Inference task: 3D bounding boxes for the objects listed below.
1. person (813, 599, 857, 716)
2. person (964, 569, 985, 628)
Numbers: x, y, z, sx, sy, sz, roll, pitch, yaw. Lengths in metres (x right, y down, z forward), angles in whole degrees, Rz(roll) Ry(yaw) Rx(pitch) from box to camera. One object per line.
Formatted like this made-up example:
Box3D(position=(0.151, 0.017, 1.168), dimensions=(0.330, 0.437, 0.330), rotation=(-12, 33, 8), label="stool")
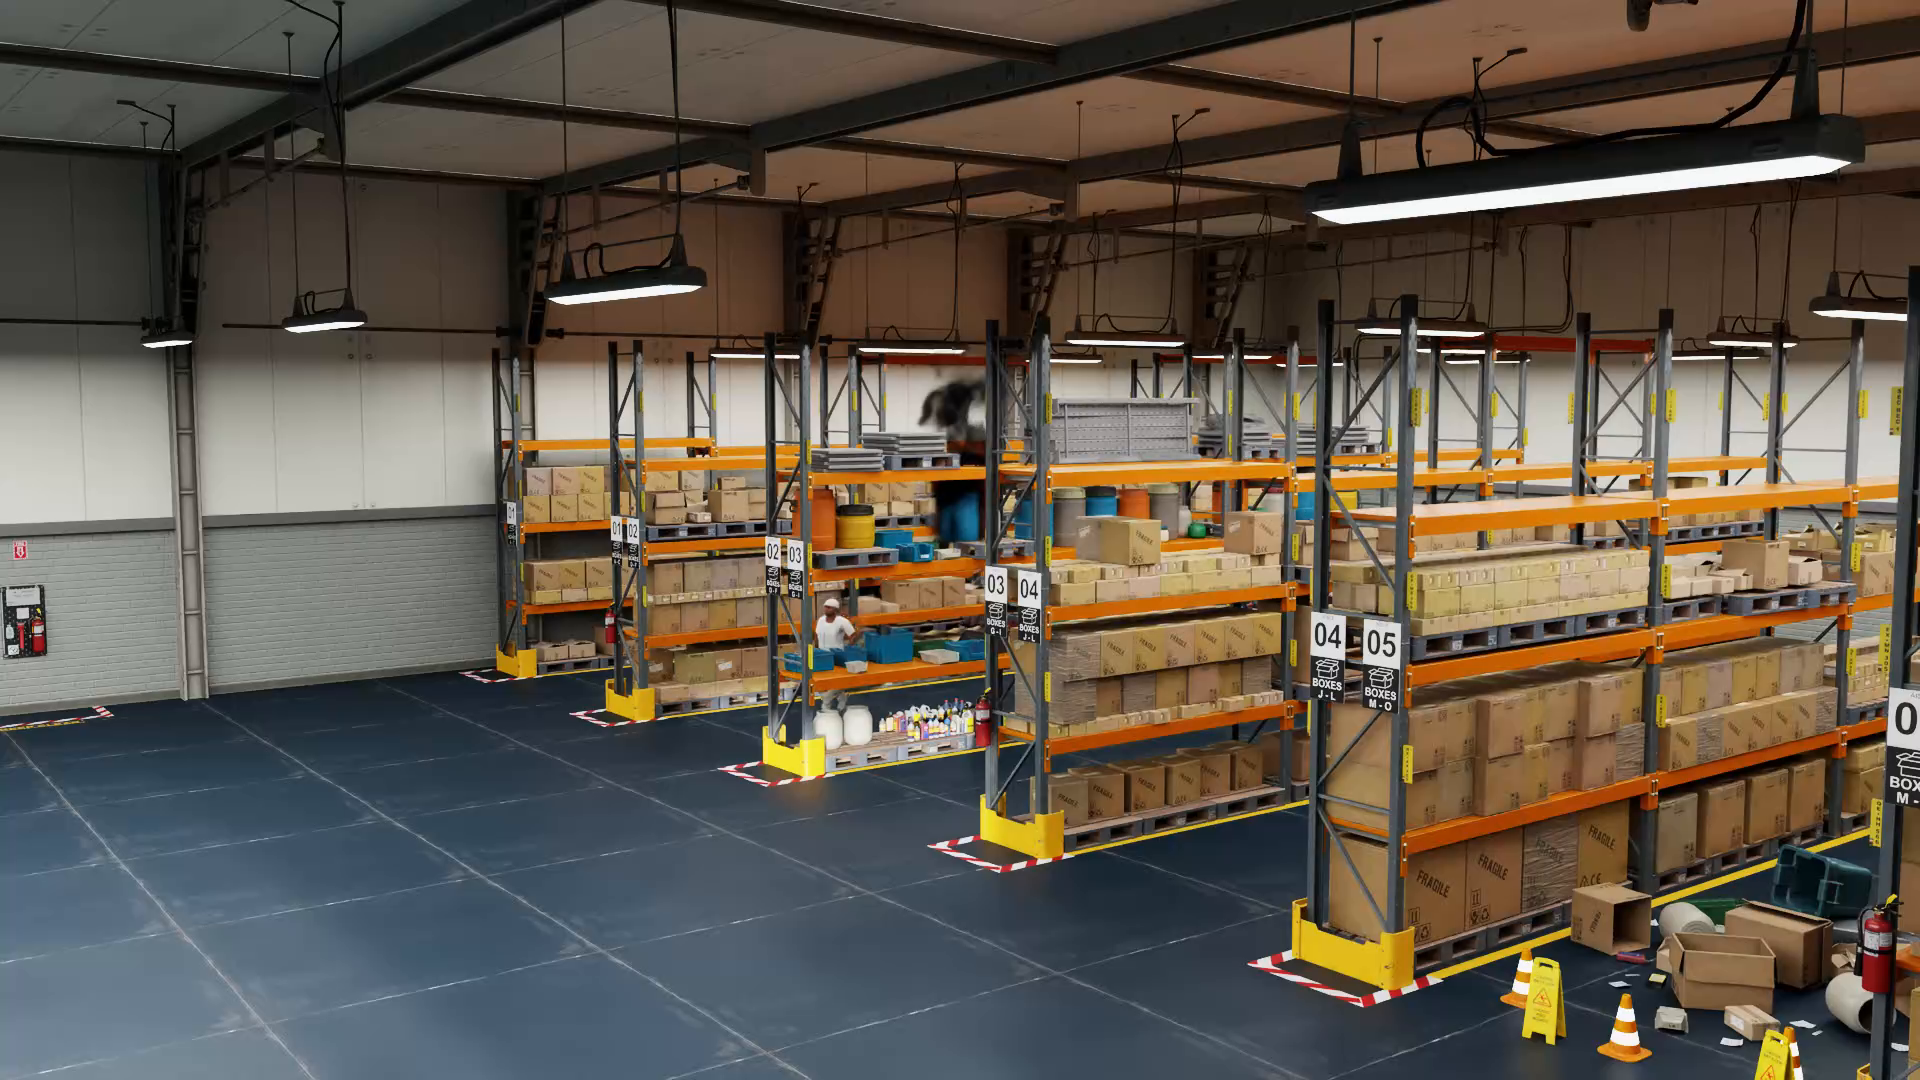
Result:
Box3D(position=(-1.964, 1.779, 25.398), dimensions=(0.703, 1.784, 0.796), rotation=(4, 6, 38), label="person")
Box3D(position=(0.351, 1.376, 34.136), dimensions=(0.660, 1.612, 0.585), rotation=(5, 7, 43), label="person")
